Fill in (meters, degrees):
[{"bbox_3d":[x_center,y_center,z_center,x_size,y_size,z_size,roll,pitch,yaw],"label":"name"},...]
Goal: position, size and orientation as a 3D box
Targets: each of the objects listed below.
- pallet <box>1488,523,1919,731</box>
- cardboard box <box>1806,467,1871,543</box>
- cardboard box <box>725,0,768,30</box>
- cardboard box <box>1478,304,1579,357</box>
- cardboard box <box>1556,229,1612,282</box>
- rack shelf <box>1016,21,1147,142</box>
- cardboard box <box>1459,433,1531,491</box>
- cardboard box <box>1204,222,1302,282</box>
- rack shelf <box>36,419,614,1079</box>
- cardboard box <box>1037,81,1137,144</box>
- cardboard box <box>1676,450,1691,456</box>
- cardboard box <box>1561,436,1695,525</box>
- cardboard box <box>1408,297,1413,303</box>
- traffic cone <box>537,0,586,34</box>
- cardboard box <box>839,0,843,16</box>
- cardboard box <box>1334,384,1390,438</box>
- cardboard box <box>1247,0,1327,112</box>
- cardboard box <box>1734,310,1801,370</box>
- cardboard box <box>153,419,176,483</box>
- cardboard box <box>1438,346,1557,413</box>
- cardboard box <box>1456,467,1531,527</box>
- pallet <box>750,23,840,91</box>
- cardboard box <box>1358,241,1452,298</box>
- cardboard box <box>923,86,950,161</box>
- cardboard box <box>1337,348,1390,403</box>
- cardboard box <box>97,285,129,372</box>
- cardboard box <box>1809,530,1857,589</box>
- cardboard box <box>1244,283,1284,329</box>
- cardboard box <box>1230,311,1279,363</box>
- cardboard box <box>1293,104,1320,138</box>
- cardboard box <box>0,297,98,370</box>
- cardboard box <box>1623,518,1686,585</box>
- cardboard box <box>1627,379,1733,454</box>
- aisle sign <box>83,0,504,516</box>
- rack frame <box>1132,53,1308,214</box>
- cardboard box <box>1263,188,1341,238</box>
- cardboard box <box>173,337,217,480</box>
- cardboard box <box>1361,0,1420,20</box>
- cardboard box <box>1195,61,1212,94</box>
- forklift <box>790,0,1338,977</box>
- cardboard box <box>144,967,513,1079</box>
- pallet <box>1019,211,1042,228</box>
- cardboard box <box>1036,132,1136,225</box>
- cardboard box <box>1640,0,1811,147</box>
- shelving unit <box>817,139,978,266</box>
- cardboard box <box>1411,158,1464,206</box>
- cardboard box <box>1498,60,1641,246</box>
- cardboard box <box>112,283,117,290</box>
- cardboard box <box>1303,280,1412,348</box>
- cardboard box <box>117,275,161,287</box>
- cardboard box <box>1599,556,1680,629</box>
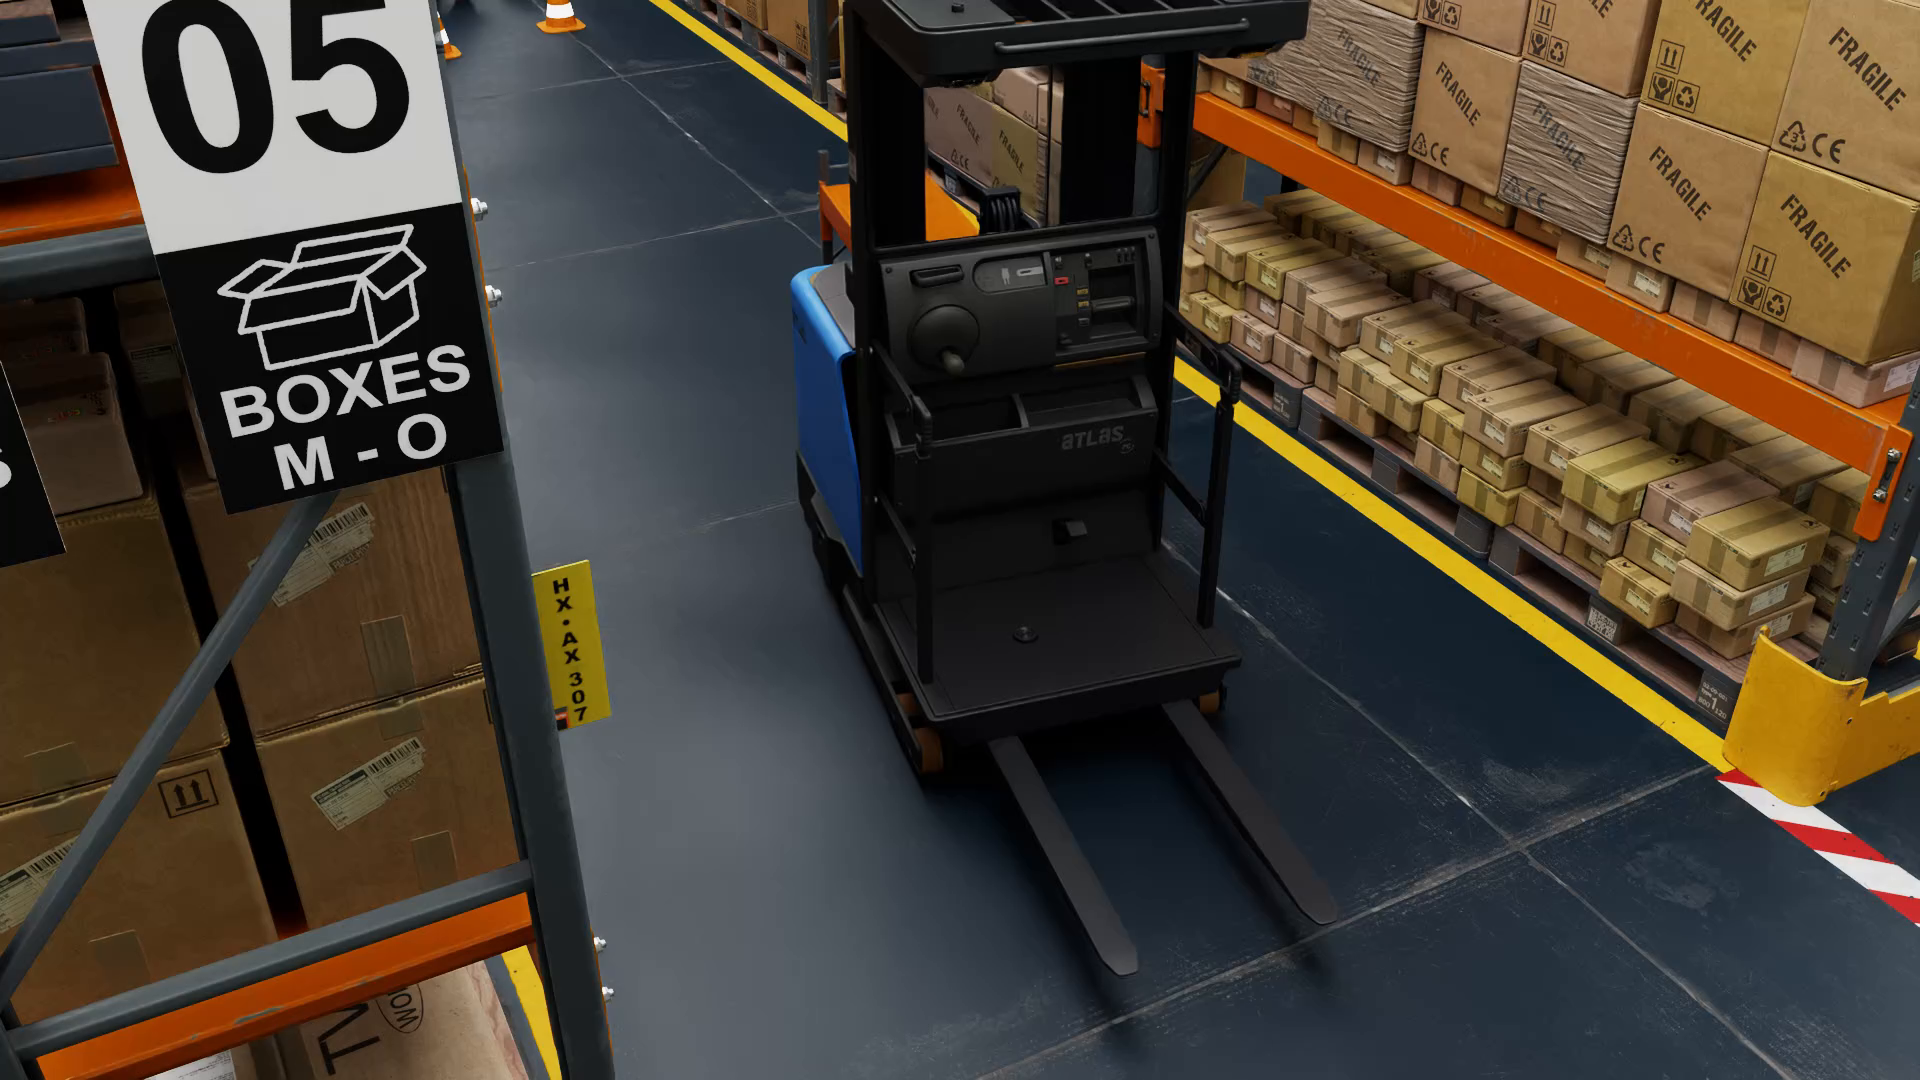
[{"bbox_3d":[2.799,0.165,6.297,1.003,0.211,1.213,-16,36,-23],"label":"pallet"},{"bbox_3d":[3.239,-0.139,5.888,0.380,0.149,0.250,-18,37,-25],"label":"cardboard box"},{"bbox_3d":[-1.163,-4.353,12.460,1.050,0.750,0.750,-15,36,-22],"label":"cardboard box"},{"bbox_3d":[2.406,-0.858,7.010,0.380,0.149,0.250,-16,36,-23],"label":"cardboard box"},{"bbox_3d":[2.331,-1.048,5.838,0.380,0.149,0.250,-18,37,-25],"label":"cardboard box"},{"bbox_3d":[0.385,-3.137,9.532,1.077,0.370,4.000,-16,36,-23],"label":"rack shelf"},{"bbox_3d":[2.187,-0.349,6.492,0.380,0.149,0.250,-15,36,-22],"label":"cardboard box"},{"bbox_3d":[1.371,-1.349,7.777,0.380,0.149,0.250,-14,35,-21],"label":"cardboard box"},{"bbox_3d":[-2.082,0.066,4.534,1.077,0.370,4.000,-16,36,-23],"label":"rack shelf"},{"bbox_3d":[0.746,-2.217,8.663,0.500,0.250,0.500,-17,36,-24],"label":"cardboard box"},{"bbox_3d":[2.871,-0.382,6.543,0.380,0.149,0.250,-15,35,-22],"label":"cardboard box"},{"bbox_3d":[2.412,-0.218,6.012,0.380,0.149,0.250,-17,36,-24],"label":"cardboard box"},{"bbox_3d":[2.189,-1.006,7.517,0.380,0.149,0.250,-15,36,-22],"label":"cardboard box"},{"bbox_3d":[-3.123,-4.215,12.900,0.336,0.463,0.334,-16,36,-23],"label":"traffic cone"},{"bbox_3d":[-0.440,-3.444,10.578,0.500,0.250,0.500,-18,37,-25],"label":"cardboard box"},{"bbox_3d":[1.844,-0.598,7.156,0.380,0.149,0.250,-17,36,-24],"label":"cardboard box"},{"bbox_3d":[1.562,-2.118,6.908,0.500,0.500,0.500,-16,36,-23],"label":"cardboard box"},{"bbox_3d":[2.698,-0.683,5.268,0.380,0.149,0.250,-16,36,-23],"label":"cardboard box"},{"bbox_3d":[-1.849,-0.343,4.412,0.500,0.500,0.500,-15,35,-22],"label":"cardboard box"},{"bbox_3d":[2.148,-0.625,6.648,0.380,0.149,0.250,-17,36,-25],"label":"cardboard box"},{"bbox_3d":[2.195,-0.217,6.561,0.380,0.149,0.250,-18,37,-25],"label":"cardboard box"},{"bbox_3d":[-0.849,-3.615,12.197,1.003,0.211,1.213,-16,36,-23],"label":"pallet"},{"bbox_3d":[2.042,-1.235,7.600,0.380,0.149,0.250,-15,35,-22],"label":"cardboard box"},{"bbox_3d":[0.037,-2.634,10.008,0.500,0.500,0.500,-17,36,-24],"label":"cardboard box"},{"bbox_3d":[1.838,-0.725,7.078,0.380,0.149,0.250,-16,36,-23],"label":"cardboard box"},{"bbox_3d":[-2.082,-0.395,3.567,0.500,0.500,0.500,-16,36,-23],"label":"cardboard box"},{"bbox_3d":[3.165,0.008,5.935,0.380,0.149,0.250,-14,35,-21],"label":"cardboard box"},{"bbox_3d":[1.546,-1.128,7.708,0.380,0.149,0.250,-16,36,-23],"label":"cardboard box"},{"bbox_3d":[1.489,-0.974,7.744,0.380,0.149,0.250,-16,36,-23],"label":"cardboard box"},{"bbox_3d":[1.638,-1.812,7.031,0.380,0.149,0.250,-18,37,-25],"label":"cardboard box"},{"bbox_3d":[-1.634,-0.255,2.747,0.380,0.149,0.250,-15,36,-22],"label":"cardboard box"},{"bbox_3d":[2.610,0.004,5.941,0.380,0.149,0.250,-17,36,-24],"label":"cardboard box"},{"bbox_3d":[2.811,-0.490,6.436,0.380,0.149,0.250,-18,37,-25],"label":"cardboard box"},{"bbox_3d":[-0.859,-0.416,2.209,0.394,0.787,0.004,-16,36,-23],"label":"aisle sign"},{"bbox_3d":[1.317,-2.485,7.848,1.000,3.000,0.127,-16,36,-23],"label":"rack frame"},{"bbox_3d":[1.714,-1.608,8.181,0.380,0.149,0.250,-15,36,-22],"label":"cardboard box"},{"bbox_3d":[-1.070,-0.258,2.752,0.380,0.149,0.250,-15,36,-22],"label":"cardboard box"},{"bbox_3d":[1.775,-2.305,6.272,0.500,0.500,0.500,-15,36,-22],"label":"cardboard box"},{"bbox_3d":[1.160,-2.162,7.577,0.380,0.149,0.250,-15,35,-21],"label":"cardboard box"},{"bbox_3d":[0.275,-0.699,5.123,1.130,2.935,3.031,-10,34,-15],"label":"forklift"},{"bbox_3d":[-1.546,1.329,3.880,0.875,0.438,0.875,-17,36,-25],"label":"cardboard box"},{"bbox_3d":[0.953,-1.682,9.180,1.003,0.211,1.213,-16,36,-23],"label":"pallet"},{"bbox_3d":[0.749,-1.899,8.862,0.500,0.500,0.500,-17,36,-24],"label":"cardboard box"},{"bbox_3d":[2.513,-1.562,5.113,0.500,0.500,0.500,-17,36,-25],"label":"cardboard box"},{"bbox_3d":[-0.230,-1.022,7.302,0.538,1.125,1.048,-10,34,-15],"label":"shelving unit"},{"bbox_3d":[1.983,-1.429,6.433,0.380,0.149,0.250,-14,35,-21],"label":"cardboard box"},{"bbox_3d":[2.265,-1.380,5.755,0.500,0.500,0.500,-16,36,-23],"label":"cardboard box"},{"bbox_3d":[-2.796,-0.703,4.974,0.500,0.500,0.500,-16,36,-23],"label":"cardboard box"},{"bbox_3d":[1.720,-0.980,7.201,0.380,0.149,0.250,-15,36,-22],"label":"cardboard box"},{"bbox_3d":[-1.369,-0.292,3.405,0.500,0.500,0.500,-17,36,-24],"label":"cardboard box"},{"bbox_3d":[2.543,0.151,5.987,0.380,0.149,0.250,-15,35,-22],"label":"cardboard box"}]
